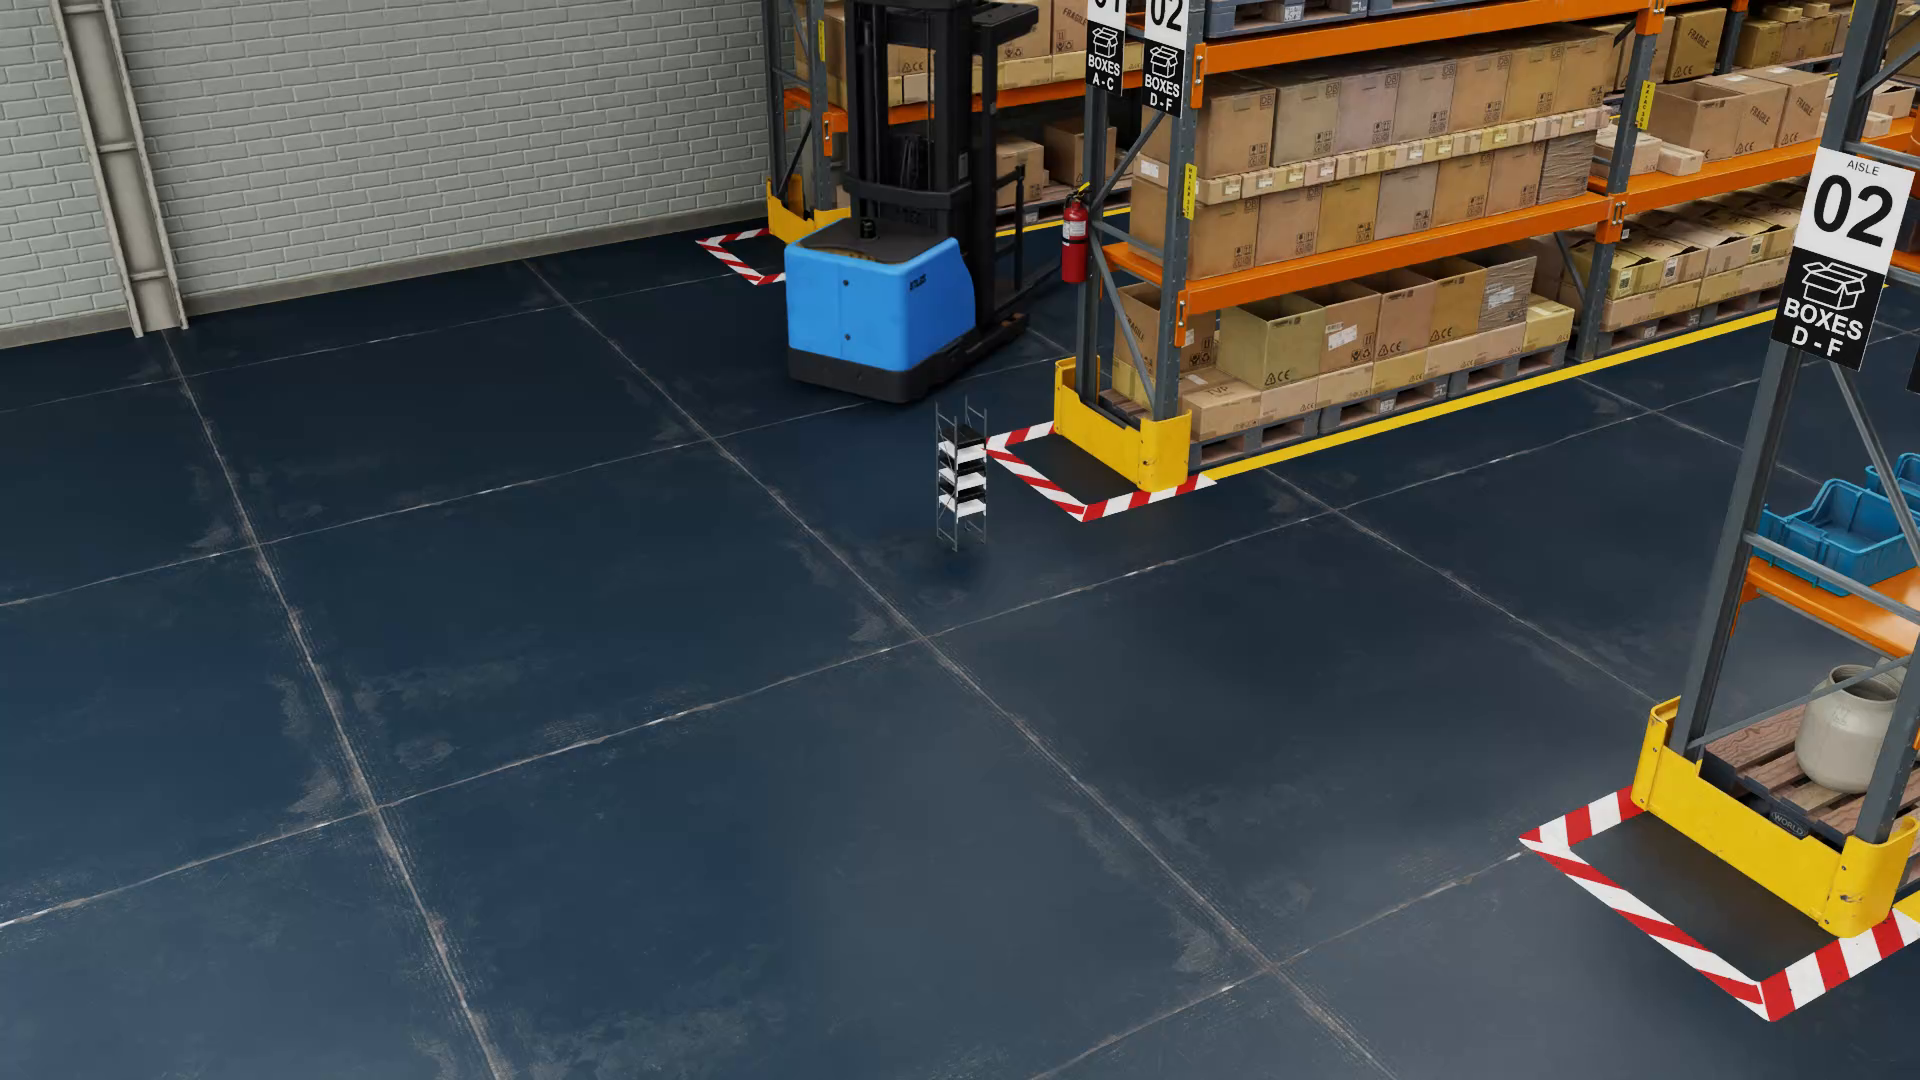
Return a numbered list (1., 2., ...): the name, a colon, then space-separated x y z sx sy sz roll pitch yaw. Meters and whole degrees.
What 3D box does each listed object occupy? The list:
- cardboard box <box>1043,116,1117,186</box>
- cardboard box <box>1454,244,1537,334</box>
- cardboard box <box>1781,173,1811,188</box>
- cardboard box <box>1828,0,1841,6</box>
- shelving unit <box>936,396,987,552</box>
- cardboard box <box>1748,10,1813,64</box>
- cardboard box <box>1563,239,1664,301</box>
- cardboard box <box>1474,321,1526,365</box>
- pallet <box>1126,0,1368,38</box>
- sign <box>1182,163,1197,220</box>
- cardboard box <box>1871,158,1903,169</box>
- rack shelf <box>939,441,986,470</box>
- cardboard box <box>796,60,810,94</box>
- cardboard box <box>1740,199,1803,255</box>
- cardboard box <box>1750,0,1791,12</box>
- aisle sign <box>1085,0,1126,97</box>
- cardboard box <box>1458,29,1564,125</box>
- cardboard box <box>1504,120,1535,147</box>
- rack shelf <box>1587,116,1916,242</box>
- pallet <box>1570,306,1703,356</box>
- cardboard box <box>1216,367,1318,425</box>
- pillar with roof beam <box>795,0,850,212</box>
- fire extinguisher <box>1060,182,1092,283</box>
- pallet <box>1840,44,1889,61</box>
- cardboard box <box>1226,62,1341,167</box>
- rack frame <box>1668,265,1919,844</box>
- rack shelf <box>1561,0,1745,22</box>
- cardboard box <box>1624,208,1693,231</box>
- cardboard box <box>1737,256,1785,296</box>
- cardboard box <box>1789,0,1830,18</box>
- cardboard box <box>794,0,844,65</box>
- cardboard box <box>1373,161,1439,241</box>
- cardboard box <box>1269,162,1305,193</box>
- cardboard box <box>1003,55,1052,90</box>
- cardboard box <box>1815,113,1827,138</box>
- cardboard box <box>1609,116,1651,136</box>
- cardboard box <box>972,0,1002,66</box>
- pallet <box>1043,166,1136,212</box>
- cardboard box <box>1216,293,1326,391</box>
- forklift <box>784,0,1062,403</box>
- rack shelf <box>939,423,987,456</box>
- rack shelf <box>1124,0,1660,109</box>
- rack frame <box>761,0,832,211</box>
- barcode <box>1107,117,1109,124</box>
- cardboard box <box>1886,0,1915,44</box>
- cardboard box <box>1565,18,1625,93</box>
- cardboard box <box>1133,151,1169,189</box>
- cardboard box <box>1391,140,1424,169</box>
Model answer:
1. cardboard box: 1.157 -3.770 16.109 0.500 0.500 0.500 -19 34 -30
2. cardboard box: 3.819 -1.867 12.163 0.500 0.500 0.500 -16 33 -26
3. cardboard box: 7.393 -3.079 14.556 0.500 0.311 0.500 -15 32 -25
4. cardboard box: 10.960 -6.907 21.142 0.250 0.149 0.380 -15 32 -26
5. shelving unit: 0.007 -0.396 10.036 0.210 0.900 0.258 -16 33 -26
6. cardboard box: 10.061 -6.253 20.628 0.500 0.500 0.700 -16 33 -27
7. cardboard box: 5.027 -2.103 12.787 0.500 0.311 0.500 -16 33 -26
8. cardboard box: 3.820 -1.537 12.343 0.500 0.250 0.500 -16 33 -26
9. pallet: 1.719 -3.338 10.181 1.213 0.211 1.003 -16 33 -26
10. sign: 1.372 -2.082 9.941 0.005 0.325 0.100 -16 33 -26
11. cardboard box: 8.681 -3.284 15.229 0.500 0.500 0.500 -15 32 -24
12. rack shelf: 0.007 -0.524 9.965 0.200 0.077 0.258 -16 33 -26
13. cardboard box: -1.112 -4.102 14.713 0.500 0.250 0.500 -15 32 -26
14. cardboard box: 6.785 -2.602 13.691 0.500 0.311 0.500 -16 33 -27
15. cardboard box: 10.080 -6.657 20.689 0.250 0.149 0.380 -17 33 -28
16. aisle sign: 0.891 -3.146 10.155 0.004 0.787 0.394 -16 33 -26
17. cardboard box: 3.730 -3.257 11.600 0.500 0.500 0.700 -16 33 -26
18. cardboard box: 3.754 -2.863 11.558 0.250 0.149 0.380 -16 33 -26
19. rack shelf: 6.269 -3.055 13.426 4.000 0.370 1.077 -16 33 -26
20. pallet: 5.160 -1.856 13.395 1.213 0.211 1.003 -16 33 -26
21. cardboard box: 2.100 -1.044 11.448 0.500 0.250 0.500 -16 33 -26
22. pillar with roof beam: 0.929 -5.329 10.592 0.400 9.000 9.100 -16 33 -26
23. fire extinguisher: 0.759 -2.032 10.907 0.183 0.674 0.296 -16 33 -26
24. pallet: 11.728 -6.431 21.685 1.213 0.211 1.003 -16 33 -26
25. cardboard box: 2.001 -2.766 10.711 0.500 0.500 0.700 -17 33 -28
26. rack frame: 3.602 0.163 6.850 0.127 3.000 1.000 -16 33 -26
27. rack shelf: 7.205 -6.097 18.938 4.000 0.370 1.077 -16 33 -26
28. cardboard box: 5.626 -2.576 13.643 0.500 0.311 0.500 -16 33 -26
29. cardboard box: 6.344 -2.232 13.602 0.500 0.250 0.500 -15 32 -25
30. cardboard box: 10.464 -6.551 20.497 0.250 0.149 0.380 -17 33 -28
31. cardboard box: -1.118 -4.439 14.548 0.500 0.500 0.500 -16 33 -27
32. cardboard box: 2.838 -2.434 11.452 0.500 0.500 0.700 -15 32 -25
33. cardboard box: 1.985 -2.362 10.650 0.250 0.149 0.380 -16 33 -26
34. cardboard box: 0.484 -4.272 15.021 0.500 0.250 0.500 -16 32 -26
35. cardboard box: 6.922 -3.414 13.591 0.250 0.149 0.380 -13 32 -23
36. cardboard box: 5.210 -3.113 12.926 0.258 0.266 0.396 -17 33 -28
37. cardboard box: 0.027 -4.468 14.599 0.500 0.500 0.500 -17 33 -28
38. pallet: 1.471 -3.543 16.452 1.213 0.211 1.003 -16 33 -26
39. cardboard box: 2.101 -1.371 11.265 0.500 0.500 0.500 -16 33 -26
40. forklift: -0.104 -2.938 12.541 1.130 2.935 3.031 15 32 26
41. rack shelf: 0.007 -0.603 9.922 0.200 0.077 0.258 -16 33 -26
42. rack shelf: 2.820 -3.389 10.927 4.000 0.370 1.077 -16 33 -26
43. rack frame: -1.417 -3.964 14.328 0.127 3.000 1.000 -16 33 -26
44. barcode: 1.445 -4.149 16.464 0.075 0.075 0.001 -16 33 -26
45. cardboard box: 11.825 -6.757 21.542 0.500 0.500 0.700 -16 33 -26
46. cardboard box: 6.940 -5.502 18.905 0.750 0.750 0.750 -16 33 -27
47. cardboard box: 1.329 -2.402 10.723 0.250 0.149 0.380 -16 33 -27
48. cardboard box: 2.869 -2.611 11.102 0.250 0.149 0.380 -16 32 -26
